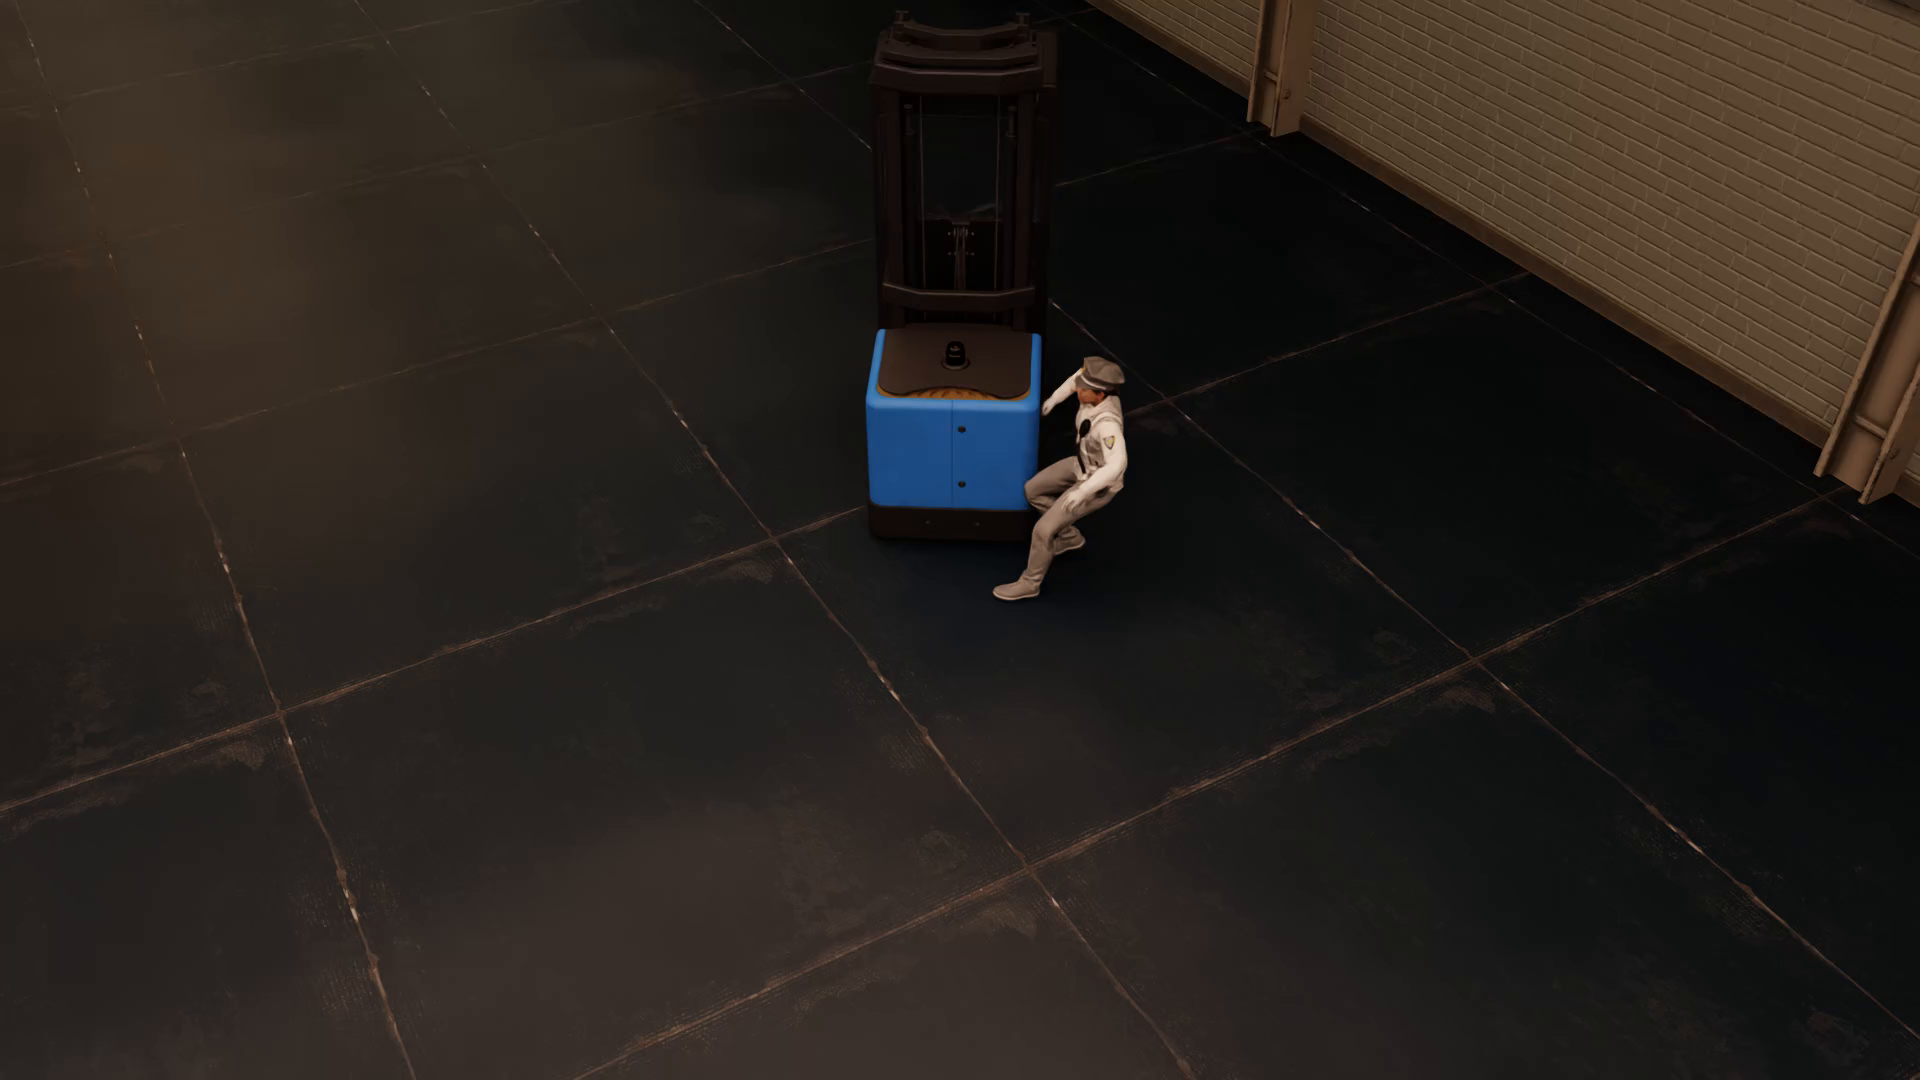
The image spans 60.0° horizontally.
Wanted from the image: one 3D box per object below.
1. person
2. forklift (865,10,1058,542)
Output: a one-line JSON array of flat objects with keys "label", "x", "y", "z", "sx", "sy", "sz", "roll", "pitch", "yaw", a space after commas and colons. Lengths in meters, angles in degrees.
[{"label": "person", "x": 0.564, "y": -0.369, "z": 9.574, "sx": 0.767, "sy": 1.525, "sz": 0.991, "roll": -3, "pitch": 40, "yaw": -3}, {"label": "forklift", "x": 0.030, "y": -2.040, "z": 10.495, "sx": 1.130, "sy": 2.935, "sz": 3.031, "roll": 2, "pitch": 40, "yaw": 2}]
